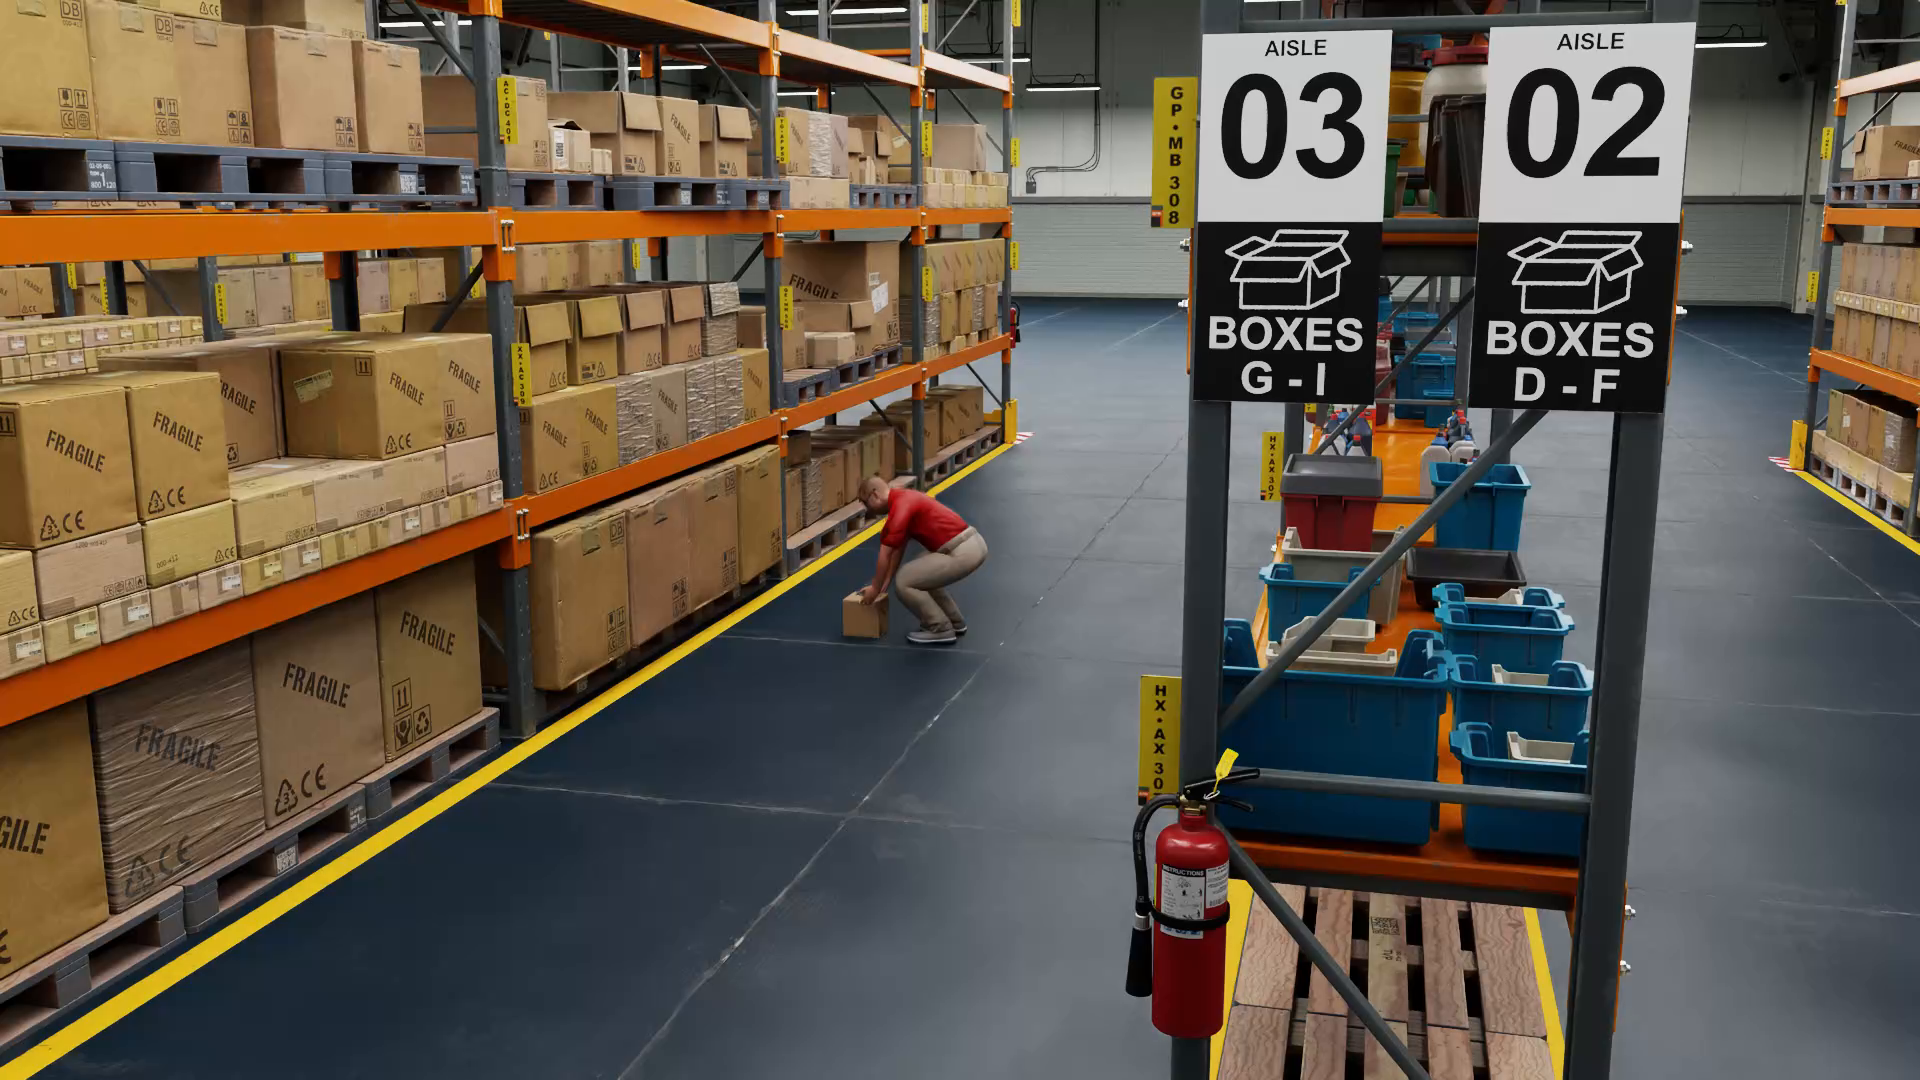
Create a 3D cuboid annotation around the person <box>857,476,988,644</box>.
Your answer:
[{"bbox_3d":[-0.255,0.122,11.019,0.839,1.086,0.576,3,12,14],"label":"person"}]
